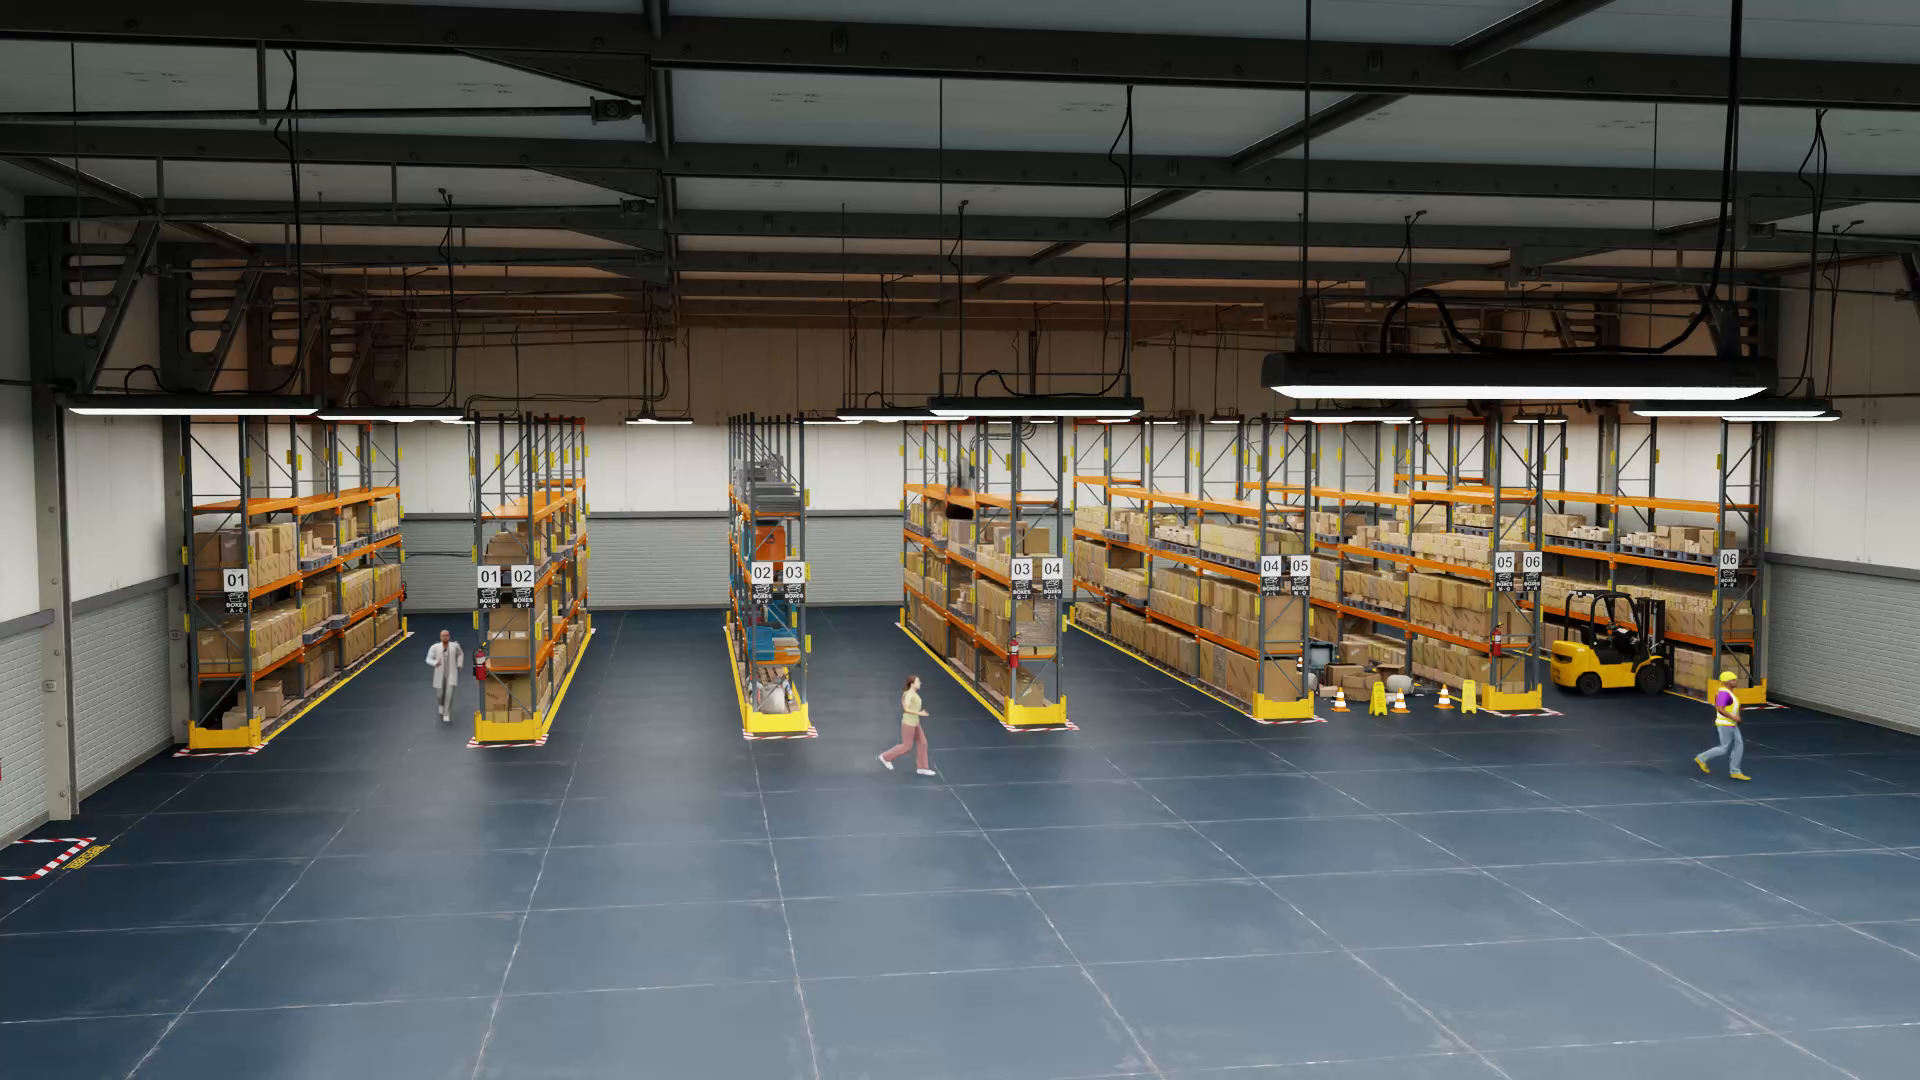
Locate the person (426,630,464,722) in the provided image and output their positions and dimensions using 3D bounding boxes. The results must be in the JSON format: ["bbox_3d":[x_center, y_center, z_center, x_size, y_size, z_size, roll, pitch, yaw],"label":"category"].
[{"bbox_3d":[-10.037,2.630,32.438,0.711,1.753,0.915,-1,4,-19],"label":"person"}]

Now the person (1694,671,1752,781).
[{"bbox_3d":[12.458,3.013,27.054,0.812,1.758,0.703,3,5,34],"label":"person"}]

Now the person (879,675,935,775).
[{"bbox_3d":[-0.863,3.033,27.314,0.926,1.656,0.562,1,4,10],"label":"person"}]

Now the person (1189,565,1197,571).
[{"bbox_3d":[7.047,1.417,50.419,0.742,1.829,0.716,0,4,-5],"label":"person"}]
